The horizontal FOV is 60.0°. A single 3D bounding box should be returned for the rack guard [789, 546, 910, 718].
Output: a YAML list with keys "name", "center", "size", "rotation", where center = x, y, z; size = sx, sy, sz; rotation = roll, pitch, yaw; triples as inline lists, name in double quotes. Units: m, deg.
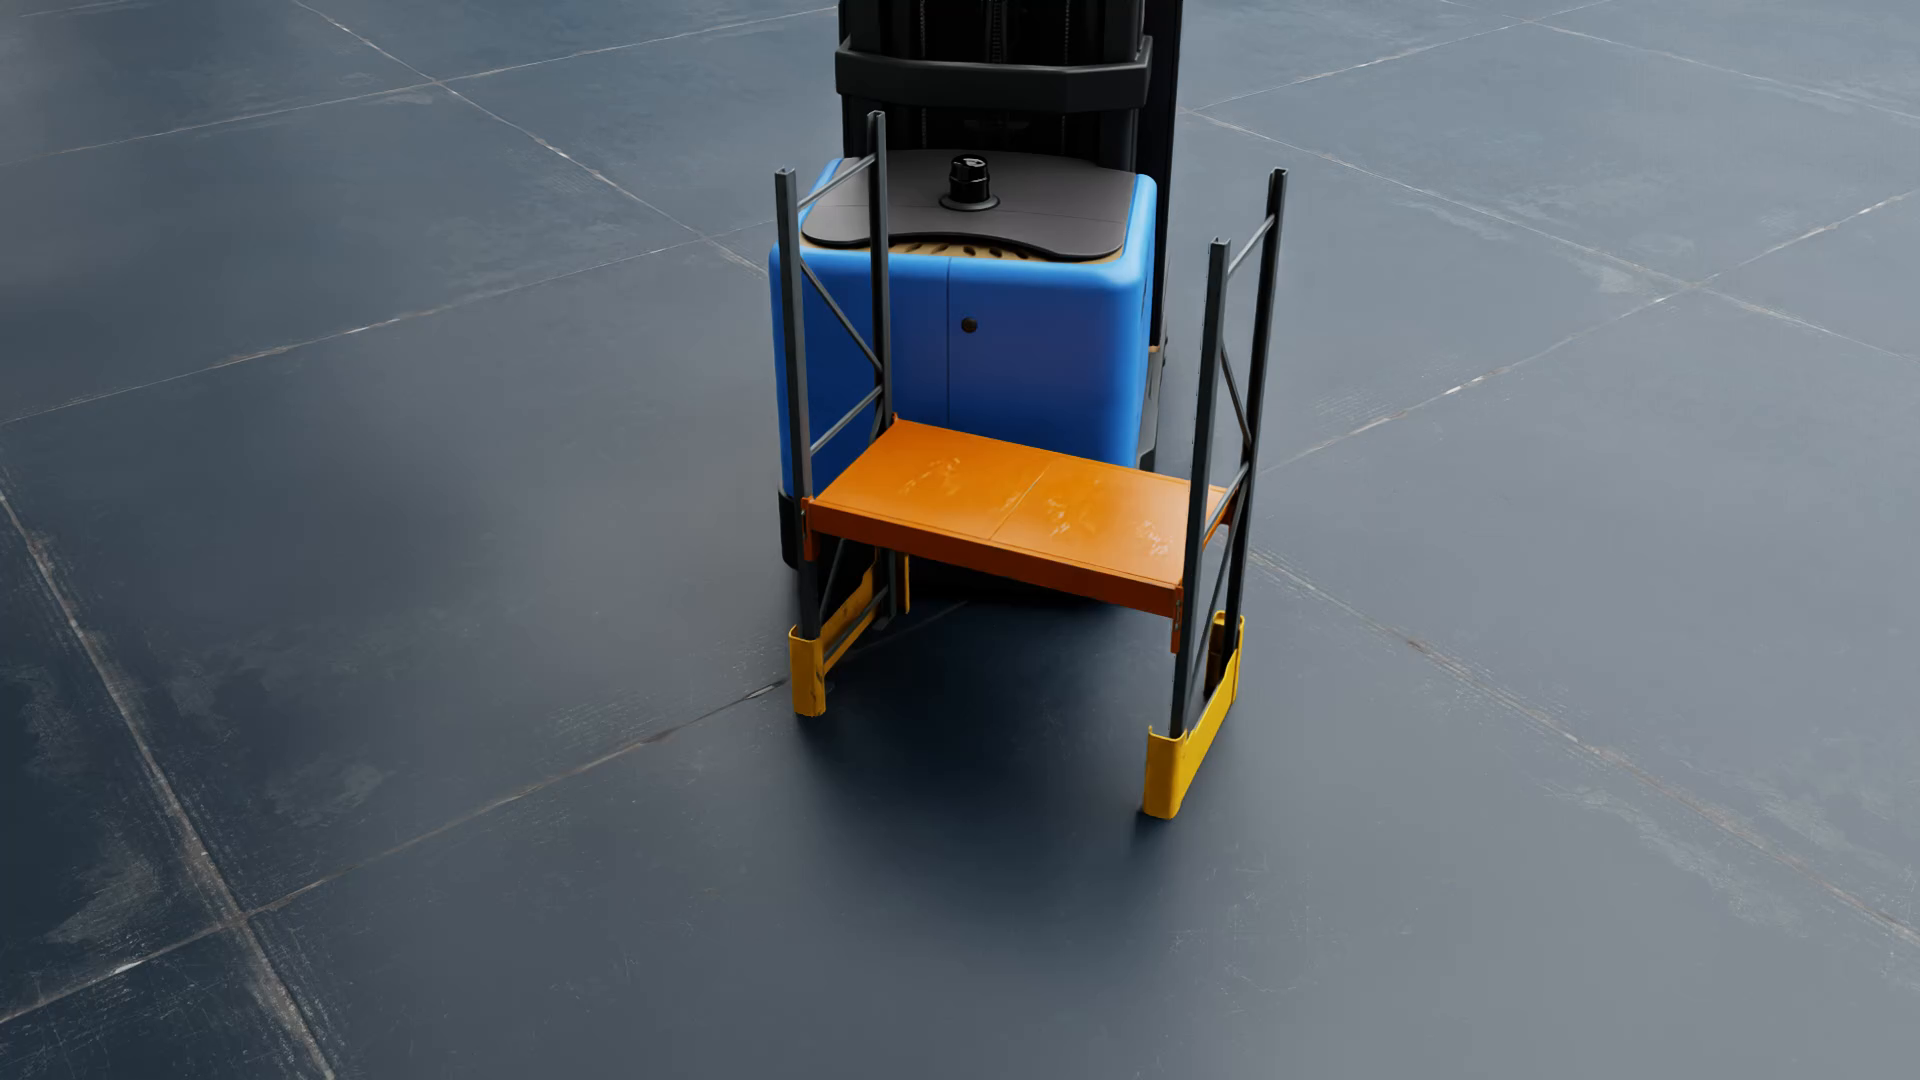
- name: "rack guard"
  center: [-0.300, 0.227, 4.648]
  size: [0.087, 0.250, 0.587]
  rotation: [13, 34, 20]

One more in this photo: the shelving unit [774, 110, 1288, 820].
- name: "shelving unit"
  center: [0.154, -0.196, 4.144]
  size: [1.083, 1.500, 0.587]
  rotation: [13, 34, 20]

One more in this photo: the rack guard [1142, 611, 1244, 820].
- name: "rack guard"
  center: [0.608, 0.443, 4.300]
  size: [0.087, 0.250, 0.587]
  rotation: [13, 34, 20]

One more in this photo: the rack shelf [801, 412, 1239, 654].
- name: "rack shelf"
  center: [0.162, -0.041, 4.236]
  size: [1.000, 0.185, 0.538]
  rotation: [13, 34, 20]

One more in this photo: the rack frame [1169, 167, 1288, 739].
- name: "rack frame"
  center: [0.625, -0.084, 3.963]
  size: [0.032, 1.500, 0.500]
  rotation: [13, 34, 20]

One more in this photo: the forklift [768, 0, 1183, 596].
- name: "forklift"
  center: [0.194, -1.842, 5.437]
  size: [1.130, 2.935, 3.031]
  rotation: [5, 32, 7]

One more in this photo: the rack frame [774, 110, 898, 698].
- name: "rack frame"
  center: [-0.301, -0.304, 4.319]
  size: [0.032, 1.500, 0.500]
  rotation: [13, 34, 20]
